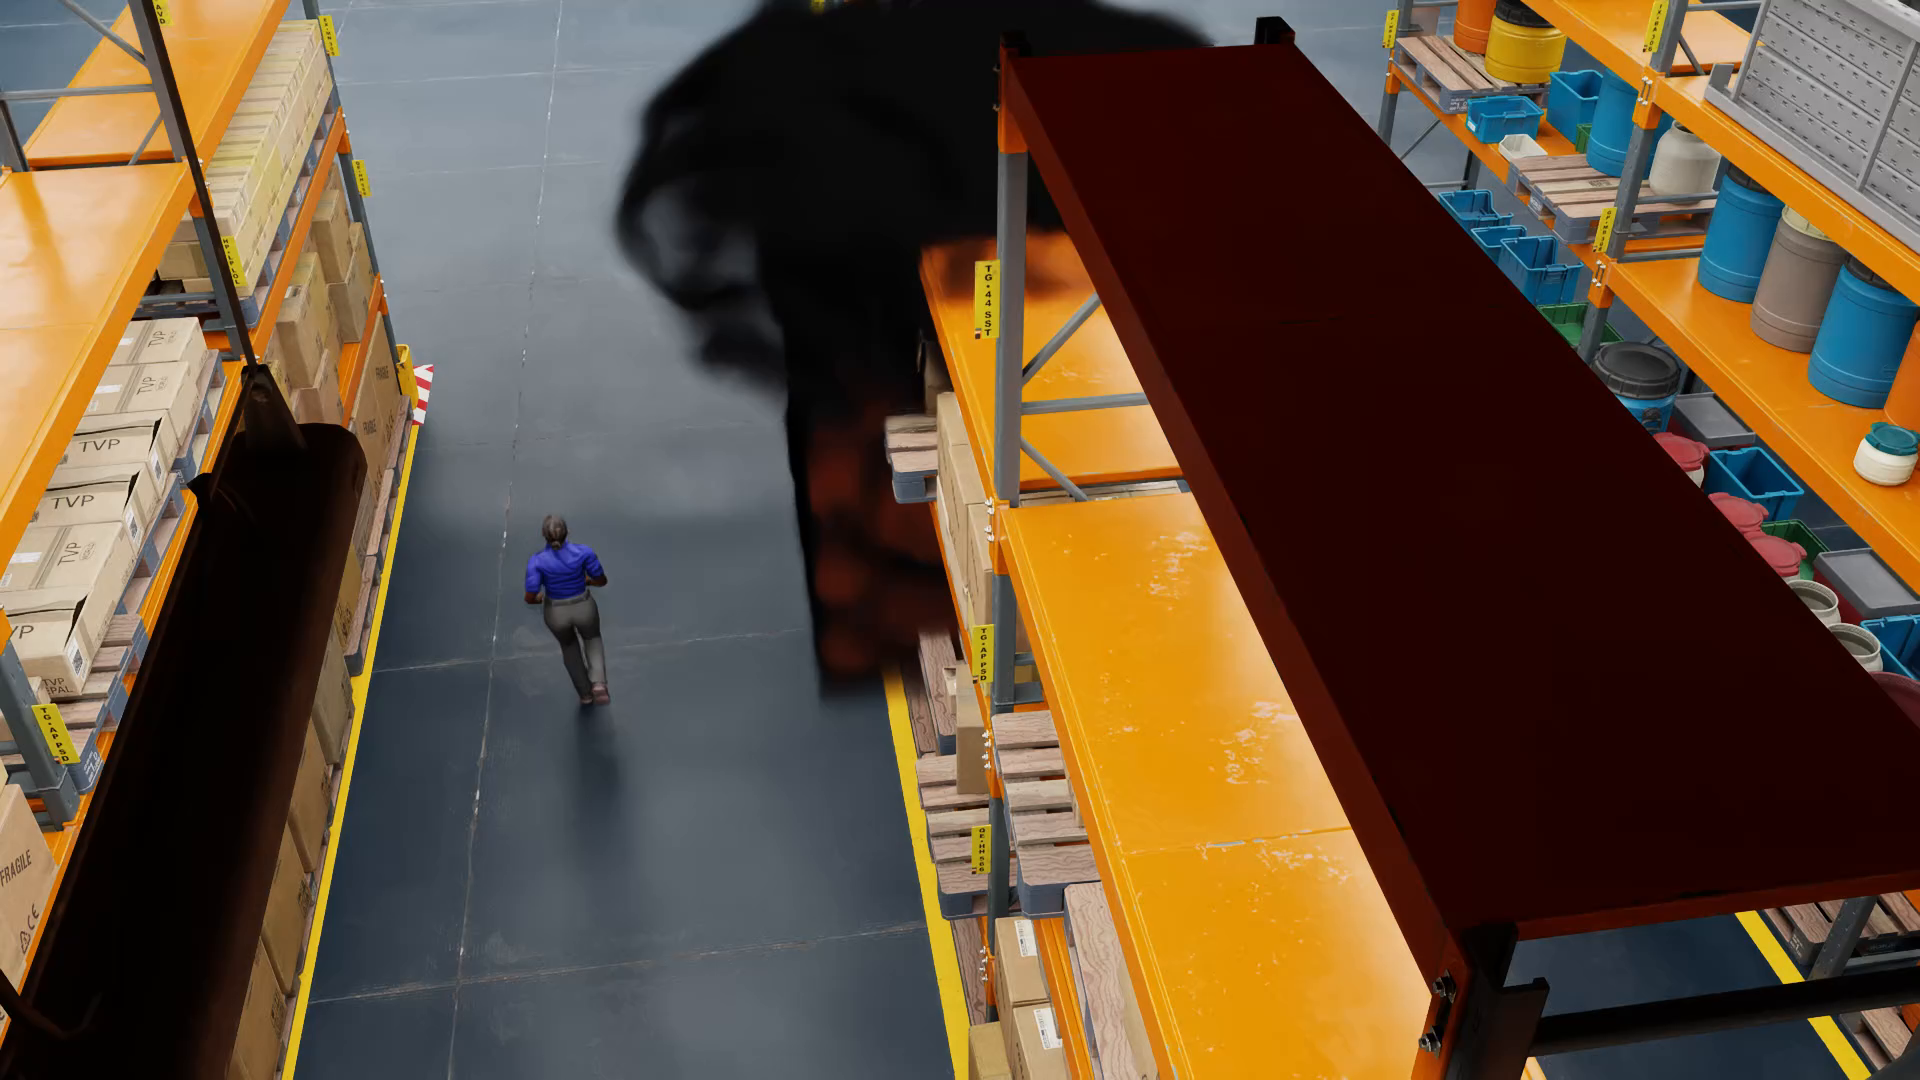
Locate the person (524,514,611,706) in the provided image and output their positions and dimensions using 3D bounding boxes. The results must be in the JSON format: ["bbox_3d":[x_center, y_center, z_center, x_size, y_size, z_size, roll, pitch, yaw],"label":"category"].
[{"bbox_3d":[-2.671,0.512,11.399,0.563,1.609,0.588,-11,38,-15],"label":"person"}]
